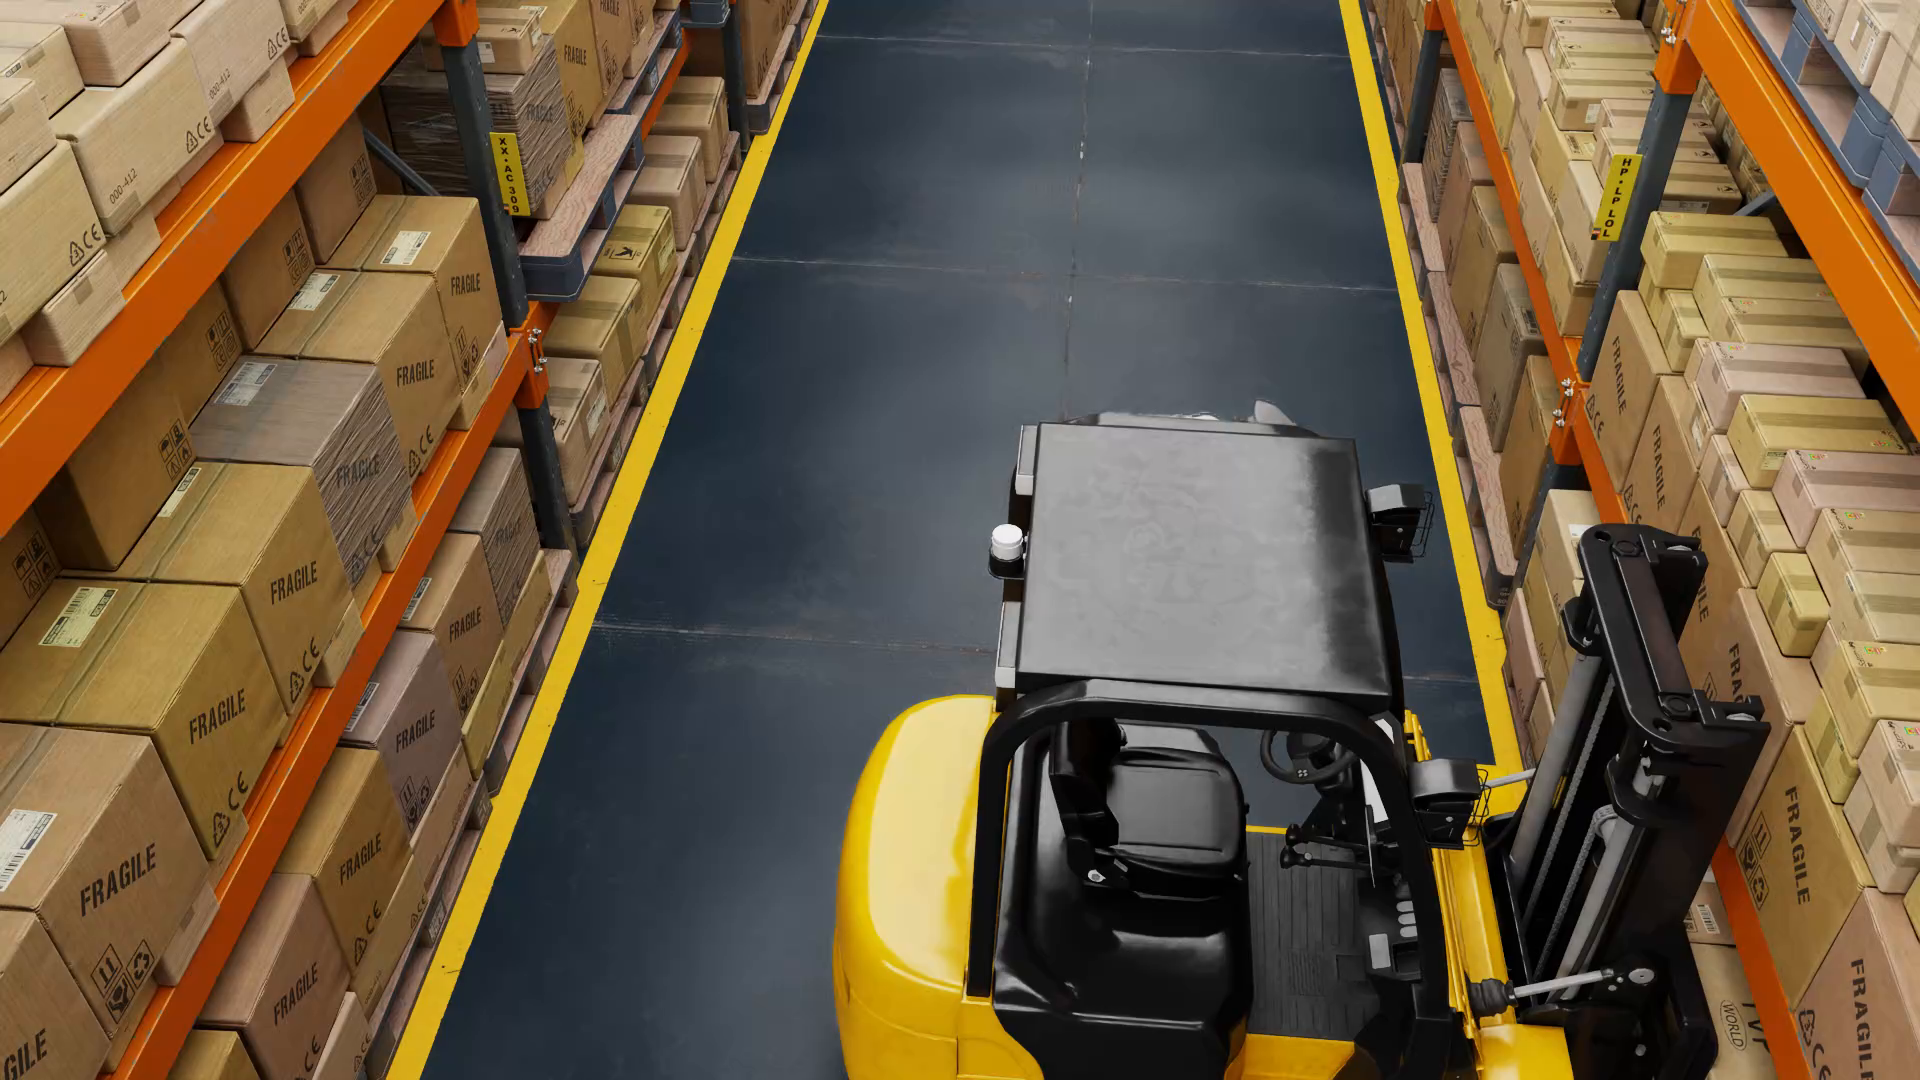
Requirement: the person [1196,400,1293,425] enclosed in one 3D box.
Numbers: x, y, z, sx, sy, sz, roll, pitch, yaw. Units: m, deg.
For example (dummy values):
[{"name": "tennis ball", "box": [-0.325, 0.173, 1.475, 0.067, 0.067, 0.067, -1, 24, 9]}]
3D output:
[{"name": "person", "box": [0.939, -0.137, 6.876, 0.859, 0.948, 0.484, 3, 40, 4]}]
